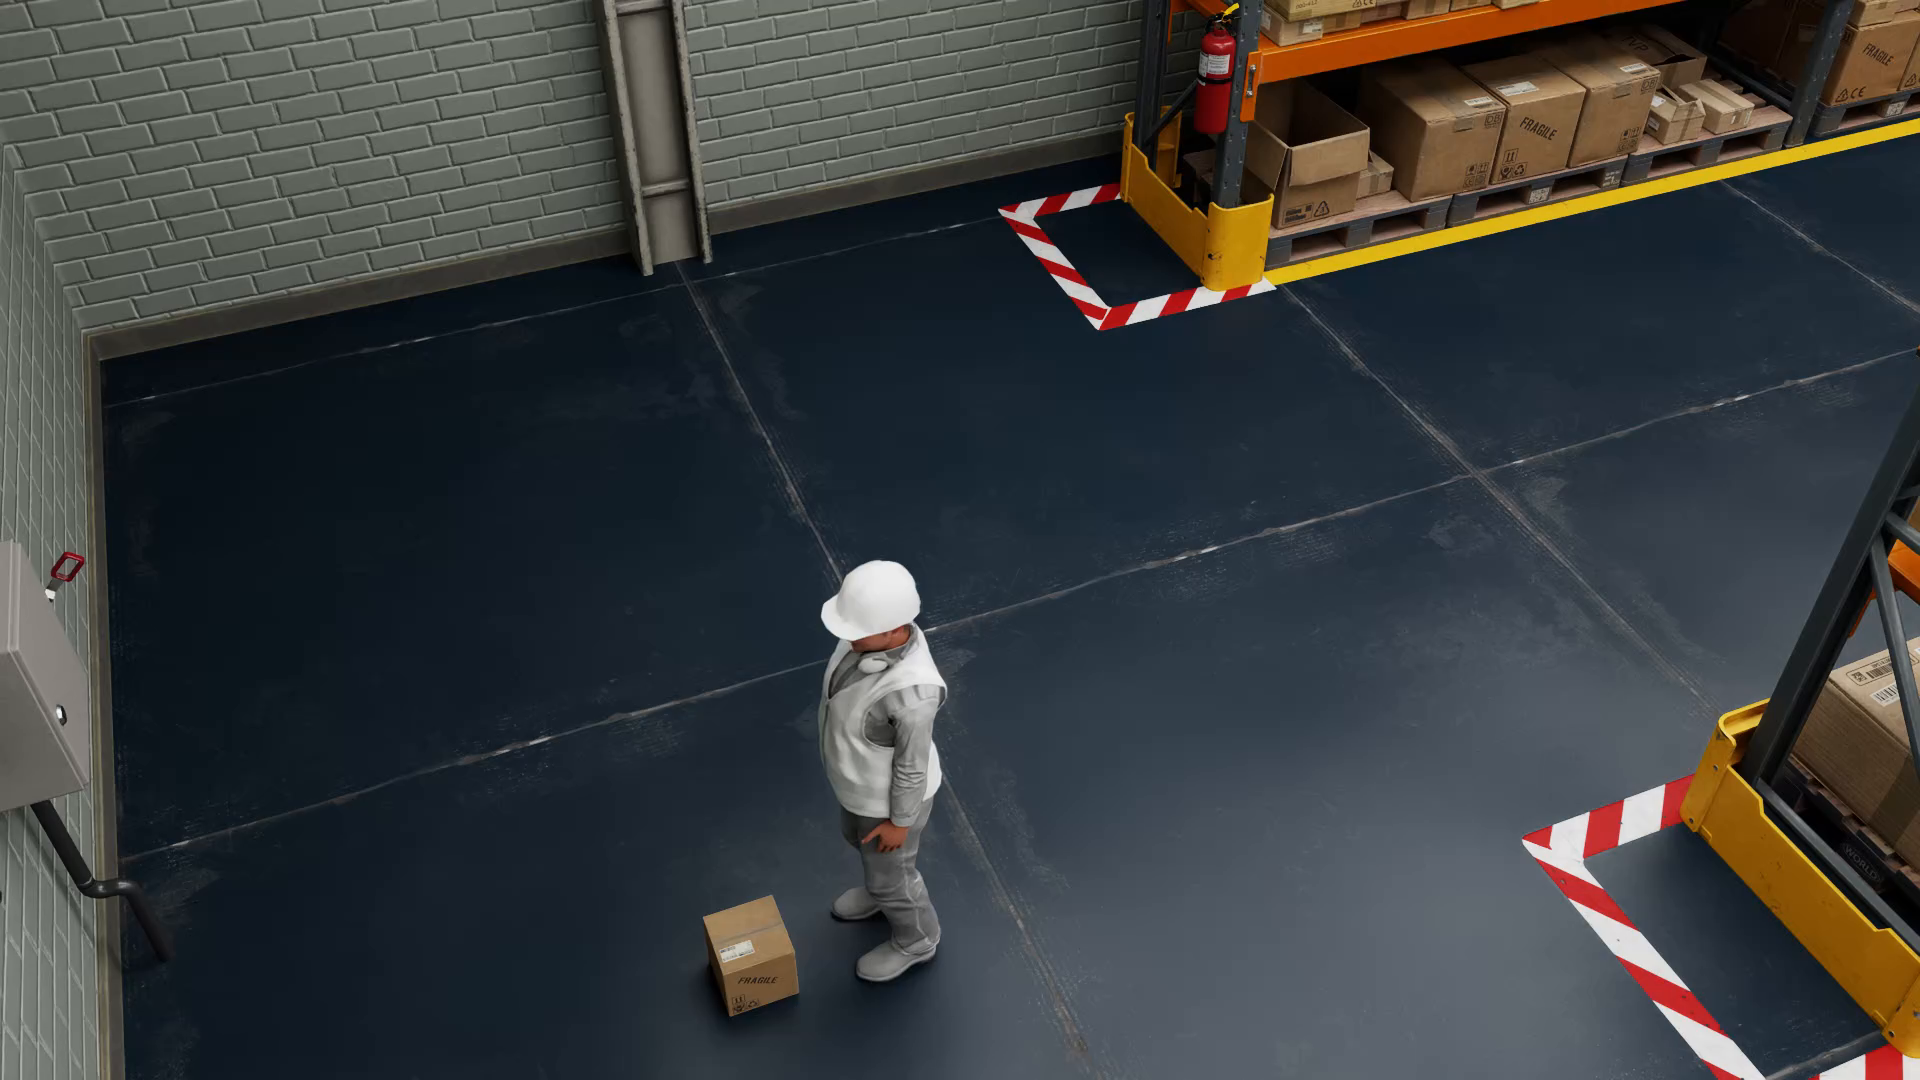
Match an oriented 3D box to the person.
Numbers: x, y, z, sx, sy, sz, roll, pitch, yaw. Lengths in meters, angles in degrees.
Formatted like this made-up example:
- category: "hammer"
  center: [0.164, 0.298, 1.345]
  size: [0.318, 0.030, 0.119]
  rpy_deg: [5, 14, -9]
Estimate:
- category: "person"
  center: [-0.250, 0.745, 5.303]
  size: [0.360, 1.766, 0.532]
  rpy_deg: [-14, 43, -16]
